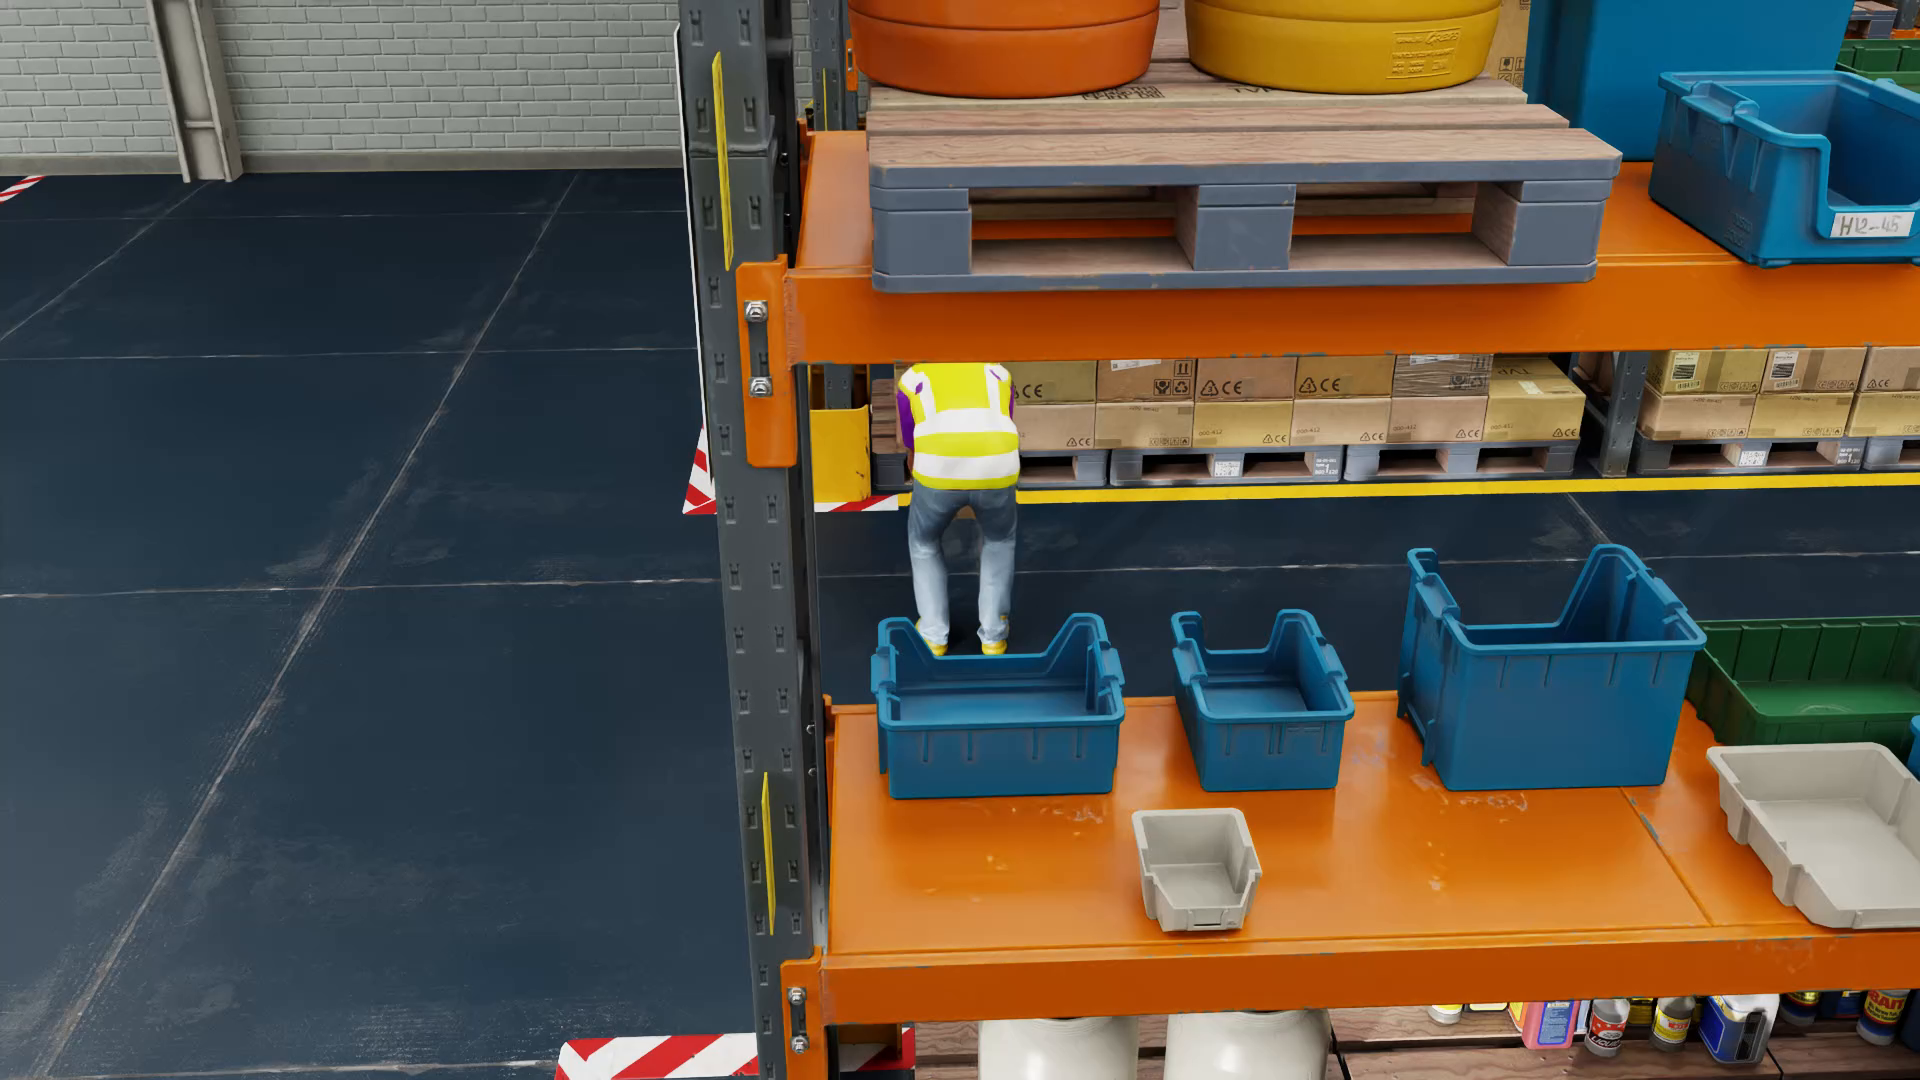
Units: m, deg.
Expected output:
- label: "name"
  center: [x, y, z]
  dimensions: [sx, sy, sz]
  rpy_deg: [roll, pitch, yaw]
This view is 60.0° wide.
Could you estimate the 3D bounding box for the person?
- label: "person"
  center: [-0.012, -0.241, 7.049]
  dimensions: [0.492, 1.311, 0.923]
  rpy_deg: [-2, 27, -4]
